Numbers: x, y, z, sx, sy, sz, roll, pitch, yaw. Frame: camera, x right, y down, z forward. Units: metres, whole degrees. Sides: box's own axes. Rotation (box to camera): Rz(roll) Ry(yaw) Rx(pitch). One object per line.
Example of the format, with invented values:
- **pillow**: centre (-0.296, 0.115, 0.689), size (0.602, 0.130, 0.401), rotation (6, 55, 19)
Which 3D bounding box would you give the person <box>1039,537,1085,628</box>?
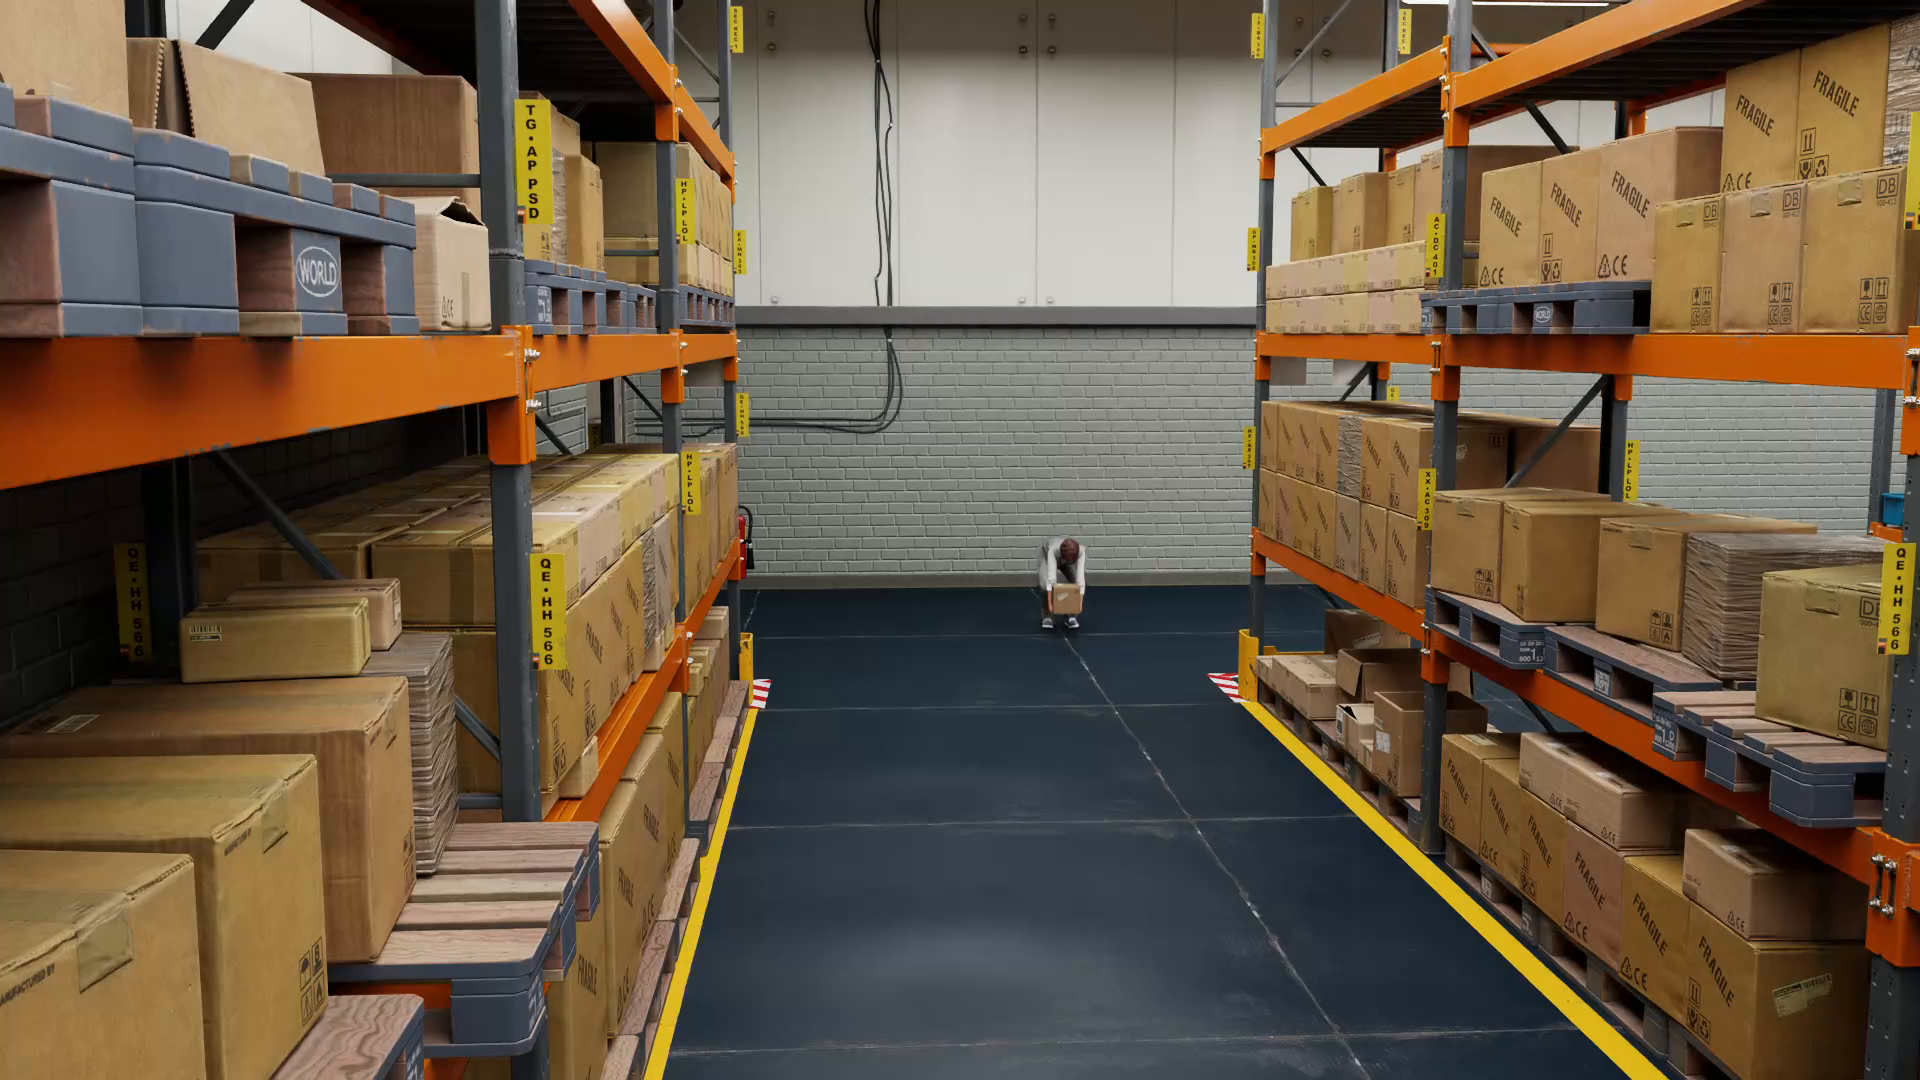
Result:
- **person**: centre (0.979, 0.403, 15.825), size (0.431, 0.916, 0.861), rotation (-1, 7, -6)
